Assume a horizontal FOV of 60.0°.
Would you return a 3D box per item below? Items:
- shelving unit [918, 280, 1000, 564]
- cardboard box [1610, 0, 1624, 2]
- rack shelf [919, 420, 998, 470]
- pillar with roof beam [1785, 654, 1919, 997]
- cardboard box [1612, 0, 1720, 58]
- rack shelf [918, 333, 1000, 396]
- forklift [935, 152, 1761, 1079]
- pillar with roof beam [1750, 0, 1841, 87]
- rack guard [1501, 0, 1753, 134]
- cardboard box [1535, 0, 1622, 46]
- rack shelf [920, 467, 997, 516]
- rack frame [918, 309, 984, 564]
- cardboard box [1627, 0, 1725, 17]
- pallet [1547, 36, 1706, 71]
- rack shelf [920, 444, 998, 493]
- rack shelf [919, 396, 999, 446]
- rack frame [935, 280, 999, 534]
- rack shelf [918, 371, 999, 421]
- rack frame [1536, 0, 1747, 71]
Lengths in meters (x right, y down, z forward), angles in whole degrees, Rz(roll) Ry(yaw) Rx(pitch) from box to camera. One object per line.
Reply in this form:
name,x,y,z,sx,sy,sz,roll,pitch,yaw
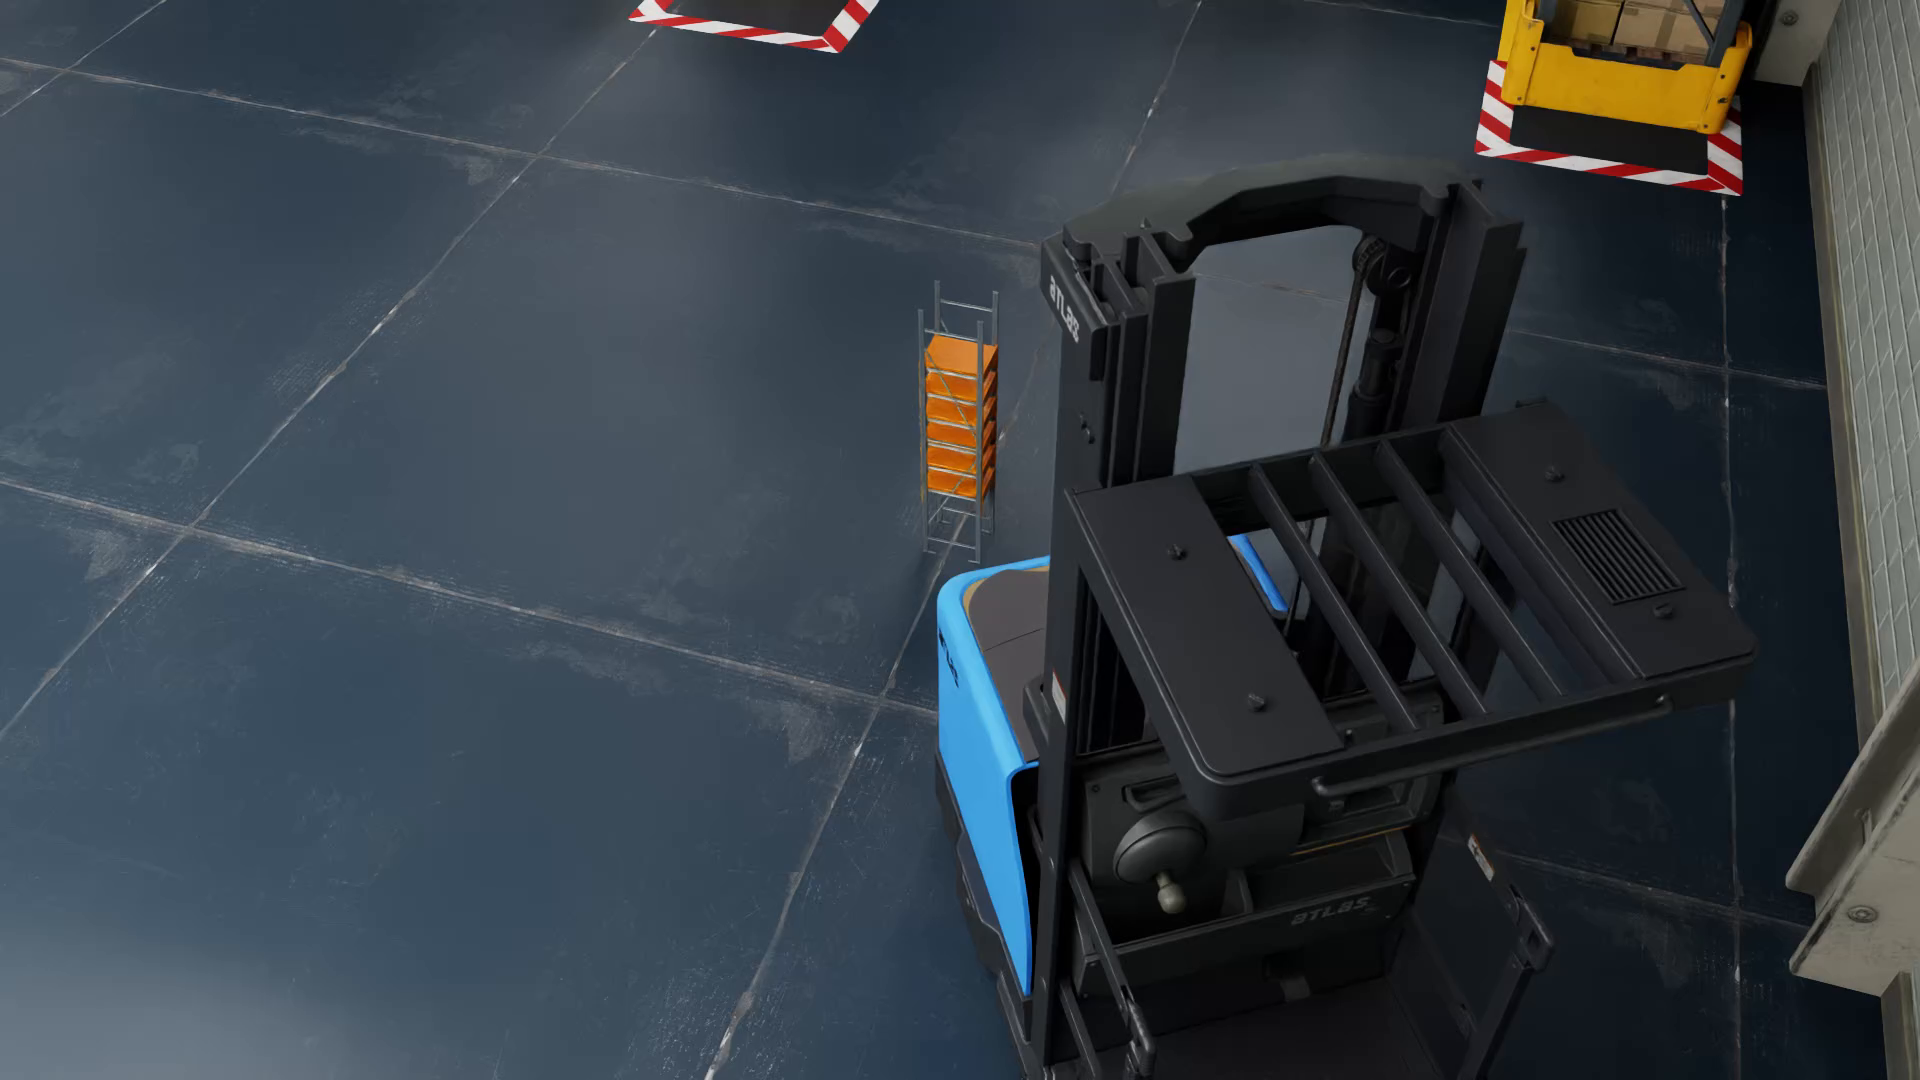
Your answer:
shelving unit,-0.004,-0.419,6.320,0.258,1.200,0.189,13,46,12
cardboard box,3.464,-3.245,9.230,0.500,0.250,0.500,12,46,12
rack shelf,-0.004,-0.387,6.352,0.258,0.103,0.180,13,46,12
pillar with roof beam,-1.236,-2.838,3.216,9.100,9.000,0.400,13,46,13
cardboard box,3.949,-2.961,9.297,0.500,0.250,0.500,13,46,13
rack shelf,-0.004,-0.645,6.100,0.258,0.103,0.180,13,46,12
forklift,0.809,0.734,3.905,1.130,2.935,3.031,-11,45,-11
pillar with roof beam,0.581,-6.837,7.303,9.100,9.000,0.400,13,46,13
rack guard,3.607,-2.599,9.048,1.175,0.500,0.348,13,46,13
cardboard box,3.456,-3.056,9.394,0.500,0.250,0.500,13,46,13
rack shelf,-0.004,-0.216,6.519,0.258,0.103,0.180,13,46,12
rack frame,-0.032,-0.358,6.258,0.240,1.200,0.006,13,46,12
cardboard box,3.955,-3.124,9.106,0.500,0.250,0.500,13,46,13
pallet,3.806,-3.030,9.696,1.003,0.211,1.213,13,46,13
rack shelf,-0.004,-0.302,6.436,0.258,0.103,0.180,13,46,12
rack shelf,-0.004,-0.473,6.268,0.258,0.103,0.180,13,46,12
rack frame,0.023,-0.480,6.383,0.240,1.200,0.006,13,46,12
rack shelf,-0.004,-0.559,6.184,0.258,0.103,0.180,13,46,12
rack frame,3.614,-3.508,8.190,1.000,3.000,0.127,13,46,13
